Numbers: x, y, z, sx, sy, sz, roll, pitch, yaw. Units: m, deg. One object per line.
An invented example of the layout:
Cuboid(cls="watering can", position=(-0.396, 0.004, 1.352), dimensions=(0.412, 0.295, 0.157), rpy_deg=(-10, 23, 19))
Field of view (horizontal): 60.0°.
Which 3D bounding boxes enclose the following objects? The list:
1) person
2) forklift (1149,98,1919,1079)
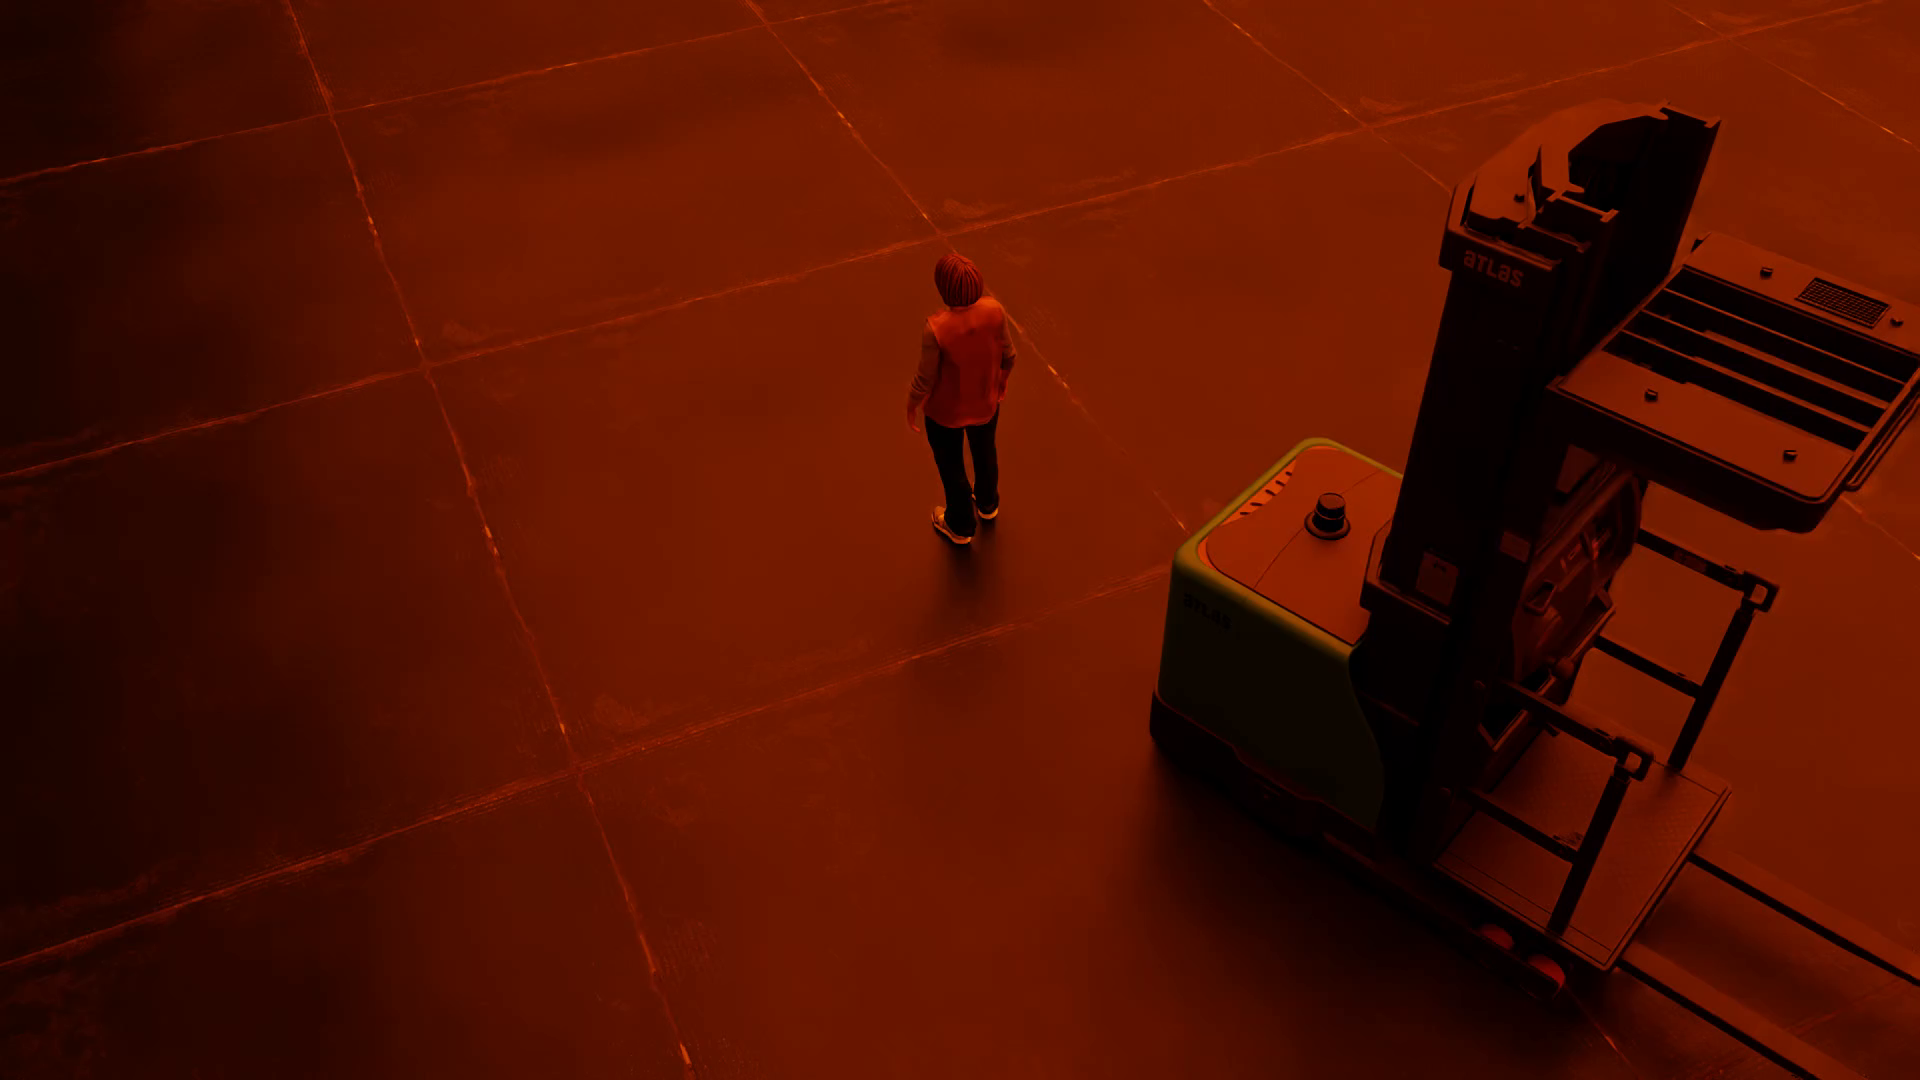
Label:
Cuboid(cls="person", position=(-0.018, -0.639, 7.332), dimensions=(0.520, 1.596, 0.476), rpy_deg=(-18, 46, -18))
Cuboid(cls="forklift", position=(2.222, 0.184, 5.483), dimensions=(3.031, 2.935, 1.130), rpy_deg=(31, 51, 29))
